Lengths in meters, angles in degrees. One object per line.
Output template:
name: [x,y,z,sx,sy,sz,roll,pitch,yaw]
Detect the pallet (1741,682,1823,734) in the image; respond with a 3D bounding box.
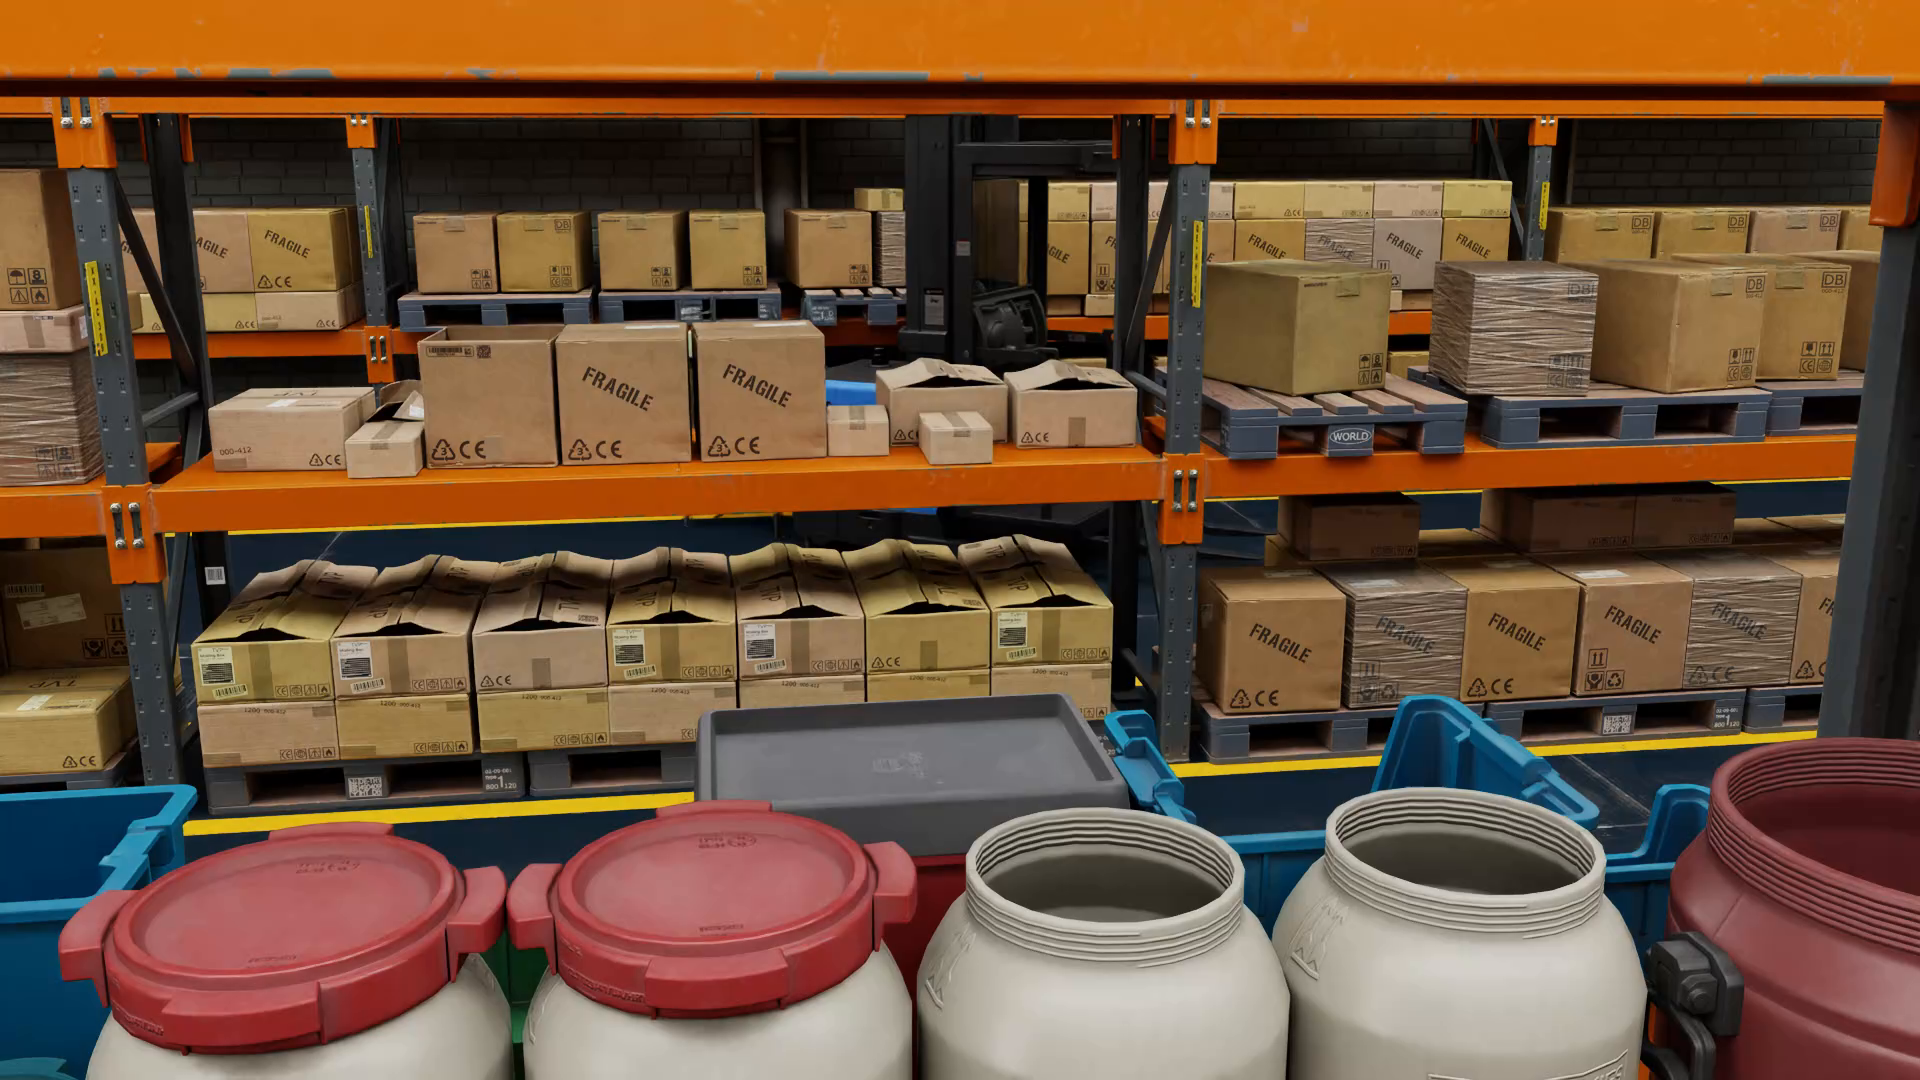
pallet: [3.984,0.611,7.851,1.213,0.211,1.003,-2,14,-8]

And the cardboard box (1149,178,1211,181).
cardboard box: [1.516,-2.507,12.153,0.500,0.250,0.500,-2,14,-10]

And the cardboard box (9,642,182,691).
cardboard box: [-3.631,0.584,7.016,0.500,0.250,0.500,-2,14,-8]

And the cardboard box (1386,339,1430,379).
cardboard box: [3.418,-1.077,12.408,0.750,0.750,0.750,-2,14,-8]

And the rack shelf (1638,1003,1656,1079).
rack shelf: [-0.416,0.978,2.134,4.000,0.370,1.077,-2,14,-8]

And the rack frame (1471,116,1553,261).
rack frame: [4.041,-1.971,12.416,0.127,3.000,1.000,-2,14,-8]

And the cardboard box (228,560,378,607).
cardboard box: [-2.770,0.284,7.058,0.500,0.311,0.500,-2,14,-8]

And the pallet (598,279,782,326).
pallet: [-1.865,-1.652,11.536,1.213,0.211,1.003,-2,14,-8]

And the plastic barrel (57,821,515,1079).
plastic barrel: [-0.689,0.627,1.775,0.433,0.535,0.433,0,14,0]

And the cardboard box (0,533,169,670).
cardboard box: [-3.633,0.218,6.935,0.500,0.500,0.500,-2,14,-8]

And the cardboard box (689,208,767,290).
cardboard box: [-1.606,-2.018,11.493,0.500,0.500,0.700,-2,14,-8]

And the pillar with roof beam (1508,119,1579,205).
pillar with roof beam: [5.246,-4.079,8.488,0.400,9.000,9.100,-2,14,-8]

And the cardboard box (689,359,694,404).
cardboard box: [-1.699,-1.127,11.742,0.500,0.250,0.500,-2,14,-9]

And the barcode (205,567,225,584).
barcode: [-2.813,0.134,6.281,0.075,0.075,0.001,-2,14,-8]

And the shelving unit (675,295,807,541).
shelving unit: [-1.408,-0.810,10.867,0.755,1.500,0.431,8,16,28]

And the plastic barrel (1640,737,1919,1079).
plastic barrel: [1.148,0.580,1.962,0.708,0.536,0.600,-2,14,-8]

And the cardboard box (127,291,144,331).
cardboard box: [-3.422,-0.890,6.565,0.250,0.149,0.380,-2,14,-8]

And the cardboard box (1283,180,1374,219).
cardboard box: [2.606,-2.424,11.823,0.500,0.250,0.500,-2,14,-7]

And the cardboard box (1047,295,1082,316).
cardboard box: [0.696,-1.677,11.720,0.250,0.149,0.380,-2,14,-8]

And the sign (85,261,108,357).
sign: [-3.044,-0.815,5.862,0.005,0.325,0.100,-2,14,-8]

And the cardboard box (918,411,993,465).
cardboard box: [-0.021,-0.414,6.723,0.250,0.149,0.380,-2,14,-8]

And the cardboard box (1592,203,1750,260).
cardboard box: [5.303,-2.158,12.542,0.700,0.700,0.980,-2,14,-10]

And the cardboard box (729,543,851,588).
cardboard box: [-0.757,0.210,7.353,0.500,0.311,0.500,-2,14,-10]

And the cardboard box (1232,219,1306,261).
cardboard box: [2.128,-2.040,11.832,0.500,0.500,0.500,-2,14,-7]

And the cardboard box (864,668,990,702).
cardboard box: [-0.165,0.592,6.983,0.500,0.250,0.500,-2,14,-9]

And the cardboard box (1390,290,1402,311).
cardboard box: [2.988,-1.742,11.976,0.250,0.149,0.380,-2,14,-8]

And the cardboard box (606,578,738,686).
cardboard box: [-1.162,0.357,6.769,0.500,0.311,0.500,-2,14,-7]

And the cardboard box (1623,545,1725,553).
cardboard box: [3.247,0.216,7.927,0.500,0.500,0.500,-2,14,-8]

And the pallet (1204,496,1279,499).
pallet: [2.081,-0.528,12.392,1.213,0.211,1.003,-2,14,-8]

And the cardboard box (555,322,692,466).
cardboard box: [-1.350,-0.600,6.741,0.500,0.500,0.500,-2,14,-8]

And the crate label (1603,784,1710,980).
crate label: [1.089,0.563,2.655,0.416,0.233,0.303,-2,14,-8]

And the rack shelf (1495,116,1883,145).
rack shelf: [6.019,-3.150,12.428,4.000,0.370,1.077,-2,14,-8]

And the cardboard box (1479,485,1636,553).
cardboard box: [2.784,-0.131,7.771,0.500,0.250,0.500,-2,14,-9]

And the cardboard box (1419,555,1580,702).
cardboard box: [2.334,0.379,7.278,0.500,0.500,0.500,-2,14,-9]

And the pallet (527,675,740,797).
pallet: [-1.196,0.781,7.172,1.213,0.211,1.003,-2,14,-8]

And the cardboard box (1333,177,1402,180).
cardboard box: [3.031,-2.563,12.375,0.500,0.250,0.500,-2,14,-8]

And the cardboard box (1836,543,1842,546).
cardboard box: [4.338,0.306,7.570,0.500,0.500,0.500,-2,14,-9]

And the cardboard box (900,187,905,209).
cardboard box: [-0.251,-2.383,11.615,0.250,0.149,0.380,-4,15,-16]

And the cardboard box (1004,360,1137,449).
cardboard box: [0.461,-0.589,7.087,0.500,0.311,0.500,-1,14,-5]

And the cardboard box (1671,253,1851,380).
cardboard box: [3.611,-1.029,7.588,0.500,0.500,0.700,0,14,1]

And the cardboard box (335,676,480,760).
cardboard box: [-2.186,0.667,6.686,0.500,0.250,0.500,-2,14,-7]

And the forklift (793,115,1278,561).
forklift: [0.490,-1.334,10.015,3.031,2.935,1.130,7,16,26]

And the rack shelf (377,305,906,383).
rack shelf: [-1.892,-1.405,11.637,4.000,0.370,1.077,-2,14,-8]

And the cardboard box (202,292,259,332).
cardboard box: [-4.787,-1.512,10.853,0.500,0.250,0.500,-2,14,-8]

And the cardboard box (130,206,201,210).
cardboard box: [-5.371,-1.981,11.179,0.500,0.500,0.500,-2,14,-7]

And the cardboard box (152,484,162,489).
cardboard box: [-5.454,-0.459,11.341,0.250,0.149,0.380,-3,14,-13]

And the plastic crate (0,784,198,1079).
plastic crate: [-1.349,0.595,2.218,0.575,0.384,0.392,-2,14,-8]
